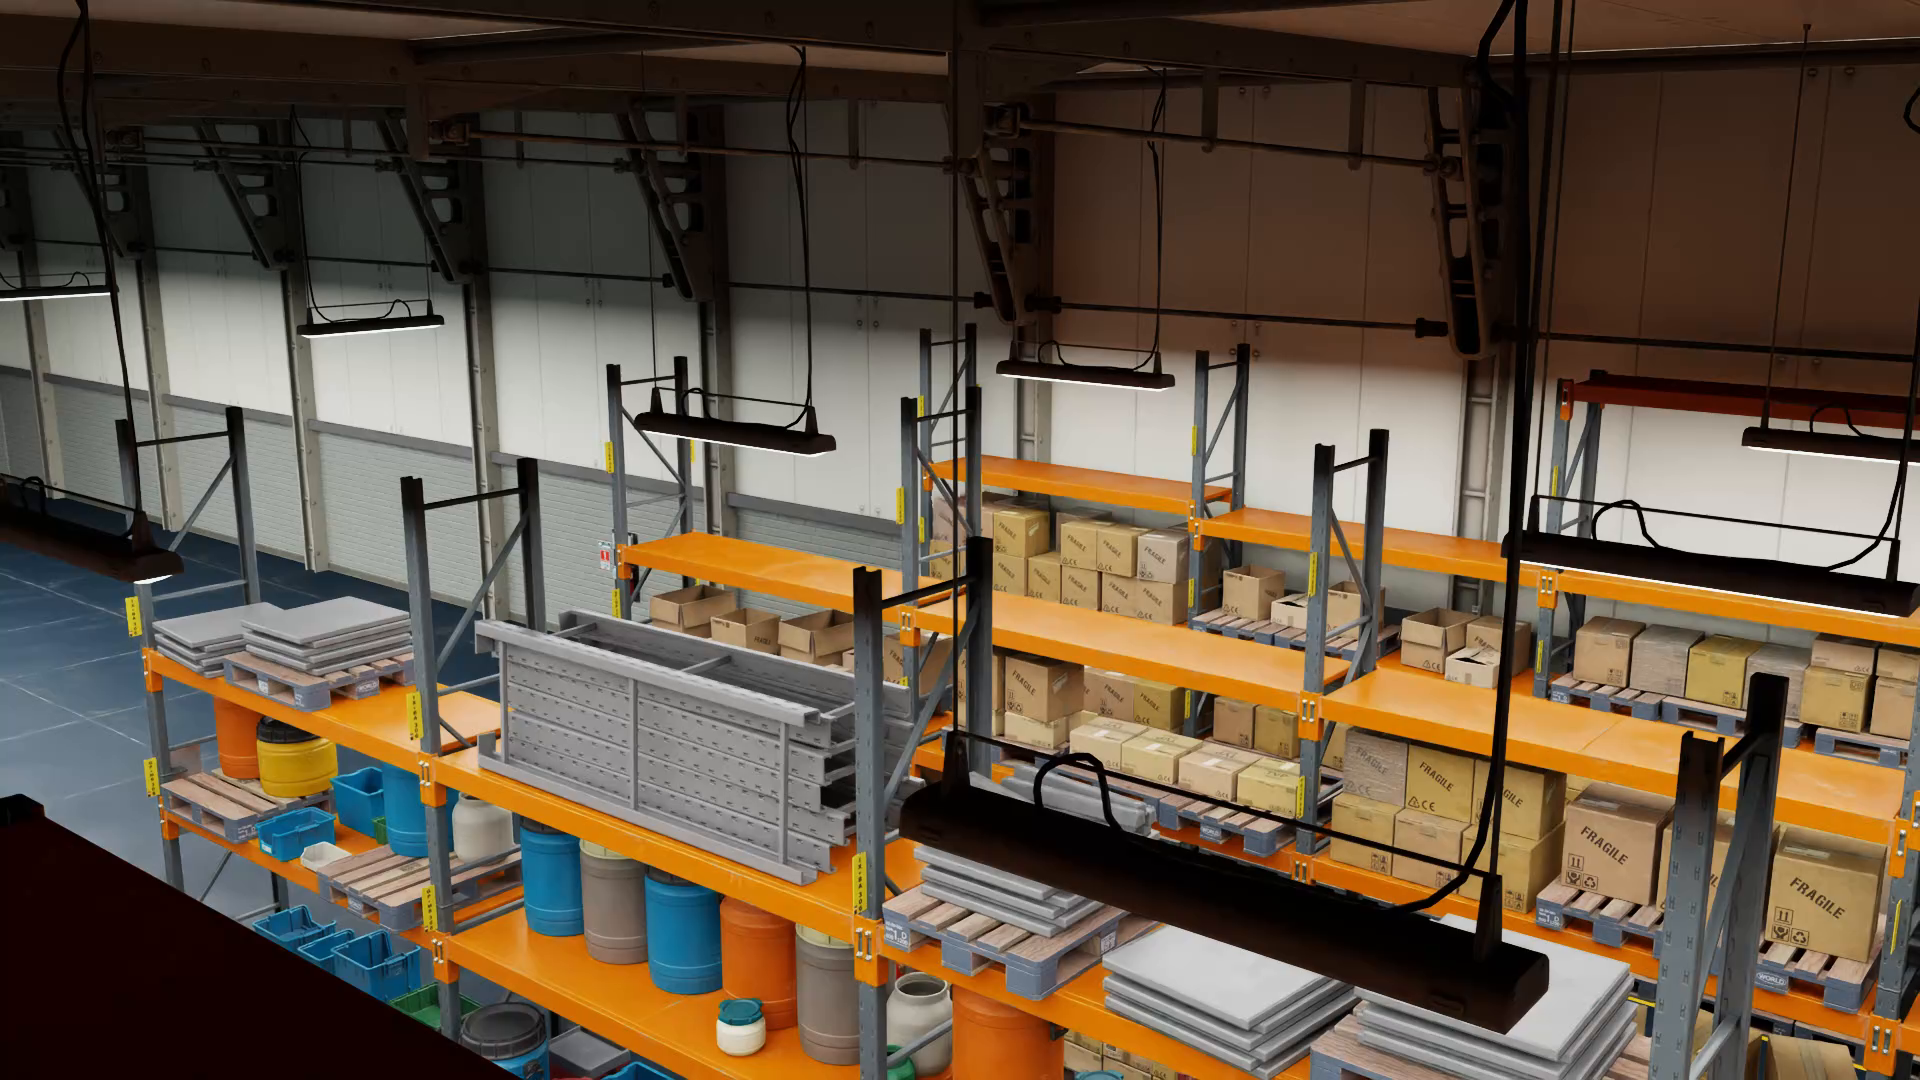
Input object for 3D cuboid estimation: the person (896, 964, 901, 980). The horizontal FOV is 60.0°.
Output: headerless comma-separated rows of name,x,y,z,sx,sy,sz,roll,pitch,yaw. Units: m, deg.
person,-0.757,4.129,14.059,1.056,1.671,0.517,6,14,24
